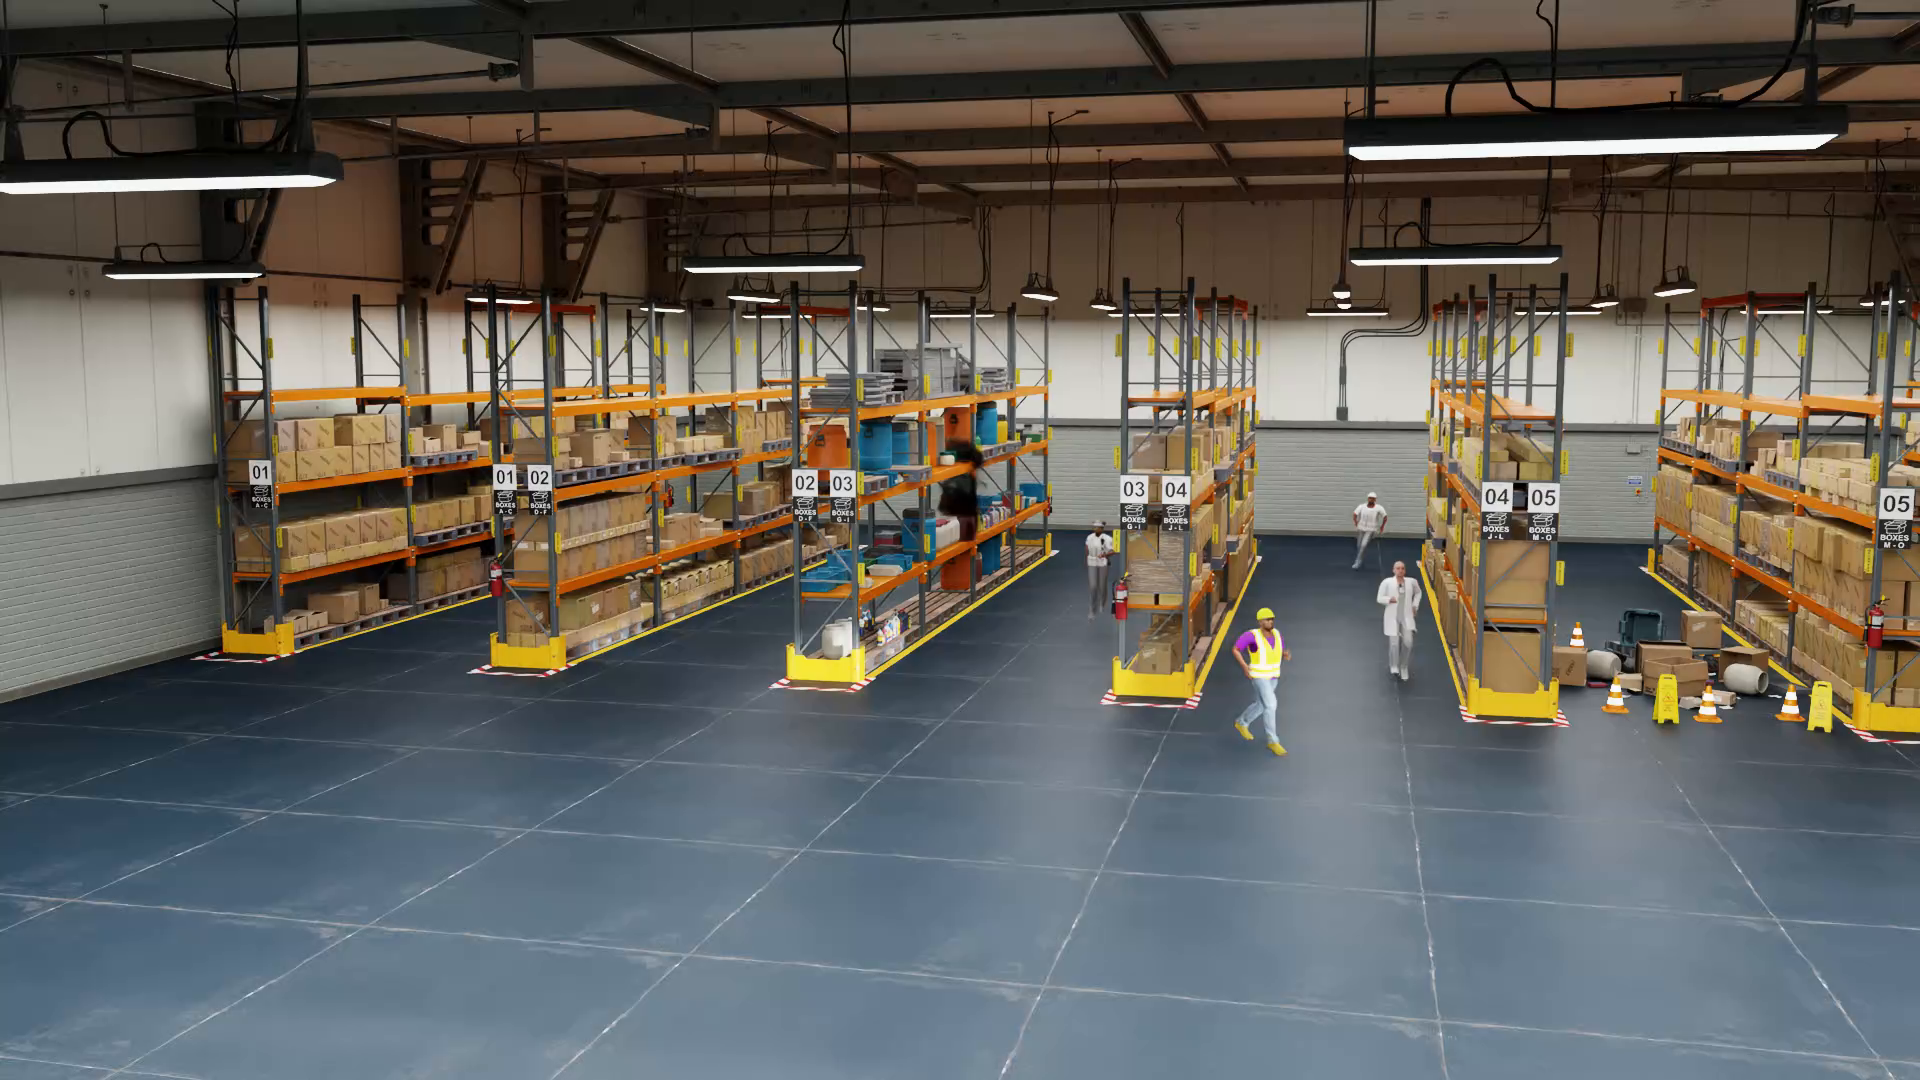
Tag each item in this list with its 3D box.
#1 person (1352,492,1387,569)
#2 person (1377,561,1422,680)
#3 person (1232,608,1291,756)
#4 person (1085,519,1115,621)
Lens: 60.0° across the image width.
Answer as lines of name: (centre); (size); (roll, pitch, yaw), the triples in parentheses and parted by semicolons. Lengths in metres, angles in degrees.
person: (9.324, -0.232, 38.009); (0.764, 1.726, 0.949); (4, 8, 29)
person: (6.682, 1.234, 25.268); (0.688, 1.814, 0.755); (1, 7, 9)
person: (3.819, 1.730, 20.867); (0.677, 1.790, 0.912); (-5, 8, -37)
person: (2.467, 0.507, 29.450); (0.564, 1.781, 0.739); (1, 7, 12)
